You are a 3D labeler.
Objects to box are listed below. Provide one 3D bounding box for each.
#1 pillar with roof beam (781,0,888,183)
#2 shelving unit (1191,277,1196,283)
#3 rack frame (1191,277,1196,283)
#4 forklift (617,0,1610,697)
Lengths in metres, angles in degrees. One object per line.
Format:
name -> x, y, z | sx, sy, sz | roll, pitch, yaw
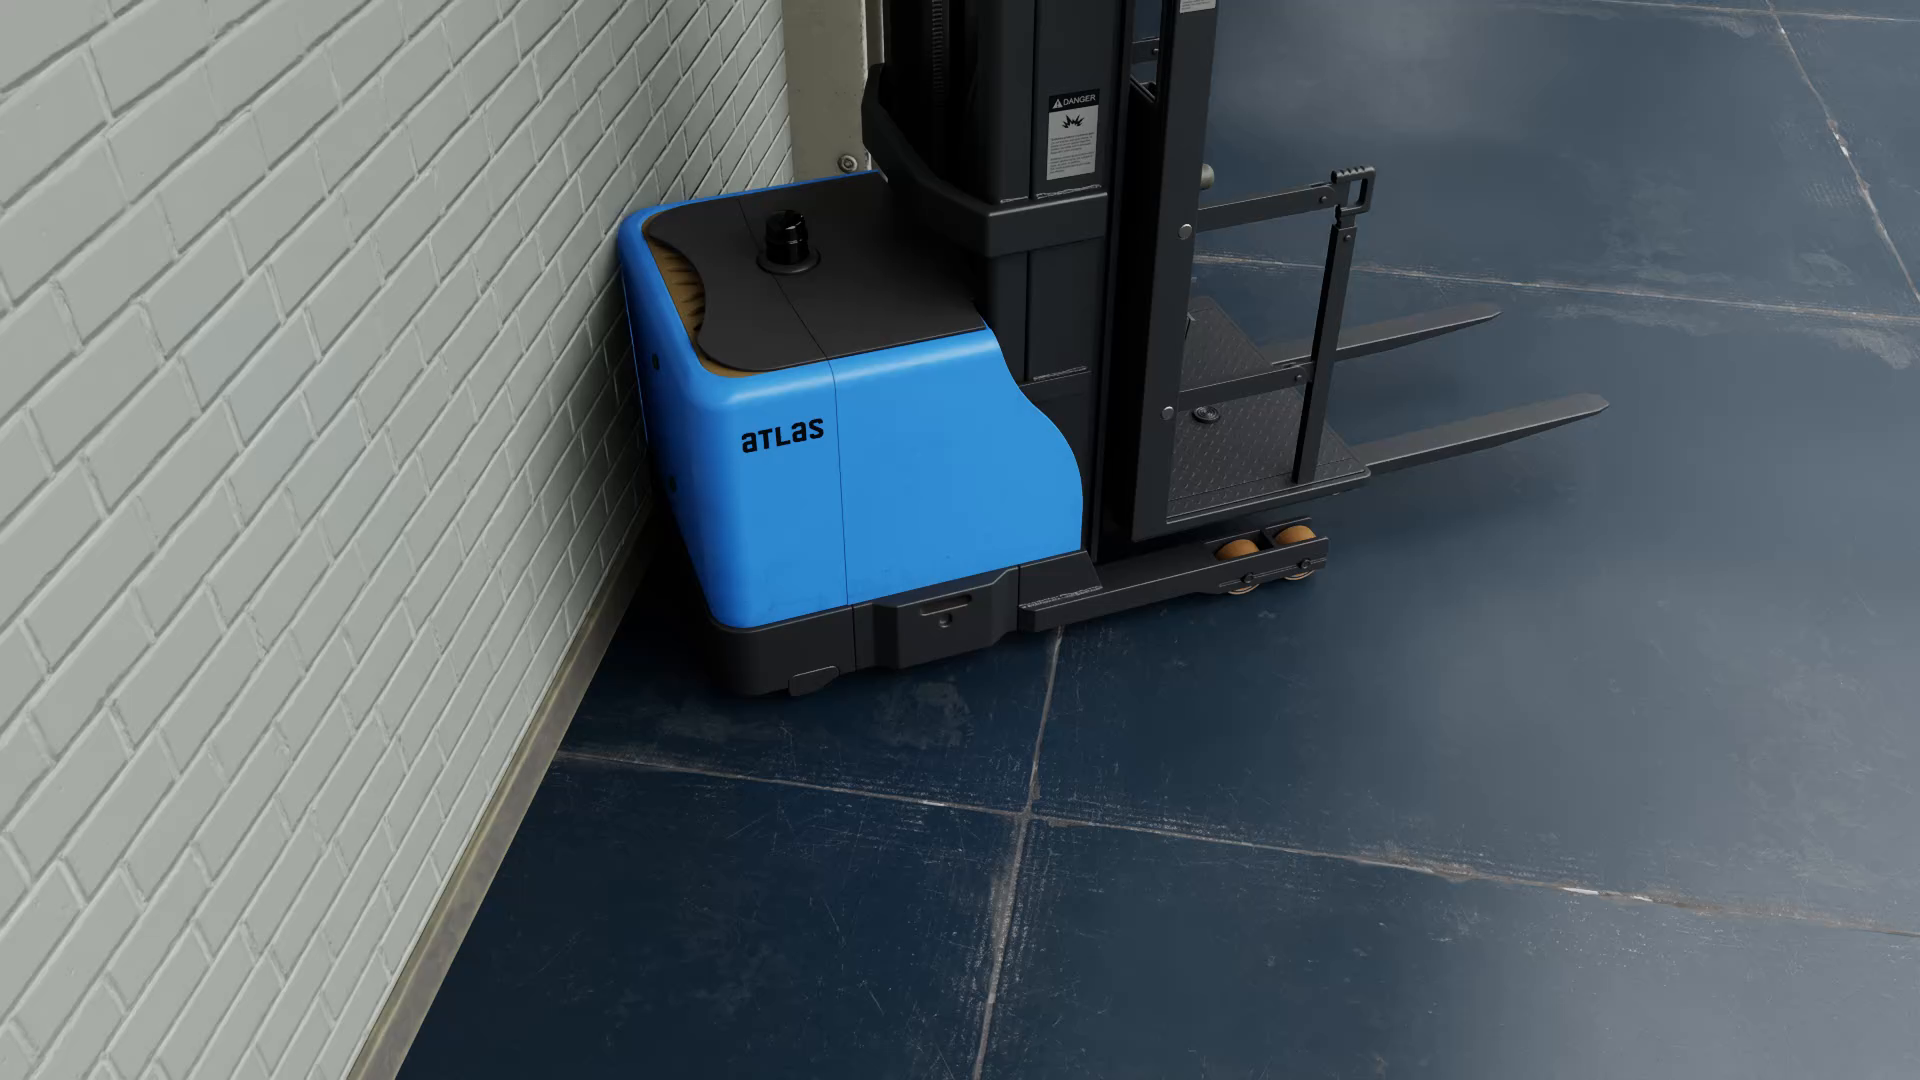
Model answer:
pillar with roof beam -> 3.768, -4.282, 3.367 | 9.100, 9.000, 0.400 | 6, 40, 8
shelving unit -> 0.280, -0.715, 5.883 | 1.200, 0.258, 0.189 | -8, 40, -9
rack frame -> 0.261, -0.772, 5.952 | 1.200, 0.240, 0.006 | -8, 40, -9
forklift -> 0.592, -1.268, 4.483 | 3.031, 2.935, 1.130 | -13, 41, -15
